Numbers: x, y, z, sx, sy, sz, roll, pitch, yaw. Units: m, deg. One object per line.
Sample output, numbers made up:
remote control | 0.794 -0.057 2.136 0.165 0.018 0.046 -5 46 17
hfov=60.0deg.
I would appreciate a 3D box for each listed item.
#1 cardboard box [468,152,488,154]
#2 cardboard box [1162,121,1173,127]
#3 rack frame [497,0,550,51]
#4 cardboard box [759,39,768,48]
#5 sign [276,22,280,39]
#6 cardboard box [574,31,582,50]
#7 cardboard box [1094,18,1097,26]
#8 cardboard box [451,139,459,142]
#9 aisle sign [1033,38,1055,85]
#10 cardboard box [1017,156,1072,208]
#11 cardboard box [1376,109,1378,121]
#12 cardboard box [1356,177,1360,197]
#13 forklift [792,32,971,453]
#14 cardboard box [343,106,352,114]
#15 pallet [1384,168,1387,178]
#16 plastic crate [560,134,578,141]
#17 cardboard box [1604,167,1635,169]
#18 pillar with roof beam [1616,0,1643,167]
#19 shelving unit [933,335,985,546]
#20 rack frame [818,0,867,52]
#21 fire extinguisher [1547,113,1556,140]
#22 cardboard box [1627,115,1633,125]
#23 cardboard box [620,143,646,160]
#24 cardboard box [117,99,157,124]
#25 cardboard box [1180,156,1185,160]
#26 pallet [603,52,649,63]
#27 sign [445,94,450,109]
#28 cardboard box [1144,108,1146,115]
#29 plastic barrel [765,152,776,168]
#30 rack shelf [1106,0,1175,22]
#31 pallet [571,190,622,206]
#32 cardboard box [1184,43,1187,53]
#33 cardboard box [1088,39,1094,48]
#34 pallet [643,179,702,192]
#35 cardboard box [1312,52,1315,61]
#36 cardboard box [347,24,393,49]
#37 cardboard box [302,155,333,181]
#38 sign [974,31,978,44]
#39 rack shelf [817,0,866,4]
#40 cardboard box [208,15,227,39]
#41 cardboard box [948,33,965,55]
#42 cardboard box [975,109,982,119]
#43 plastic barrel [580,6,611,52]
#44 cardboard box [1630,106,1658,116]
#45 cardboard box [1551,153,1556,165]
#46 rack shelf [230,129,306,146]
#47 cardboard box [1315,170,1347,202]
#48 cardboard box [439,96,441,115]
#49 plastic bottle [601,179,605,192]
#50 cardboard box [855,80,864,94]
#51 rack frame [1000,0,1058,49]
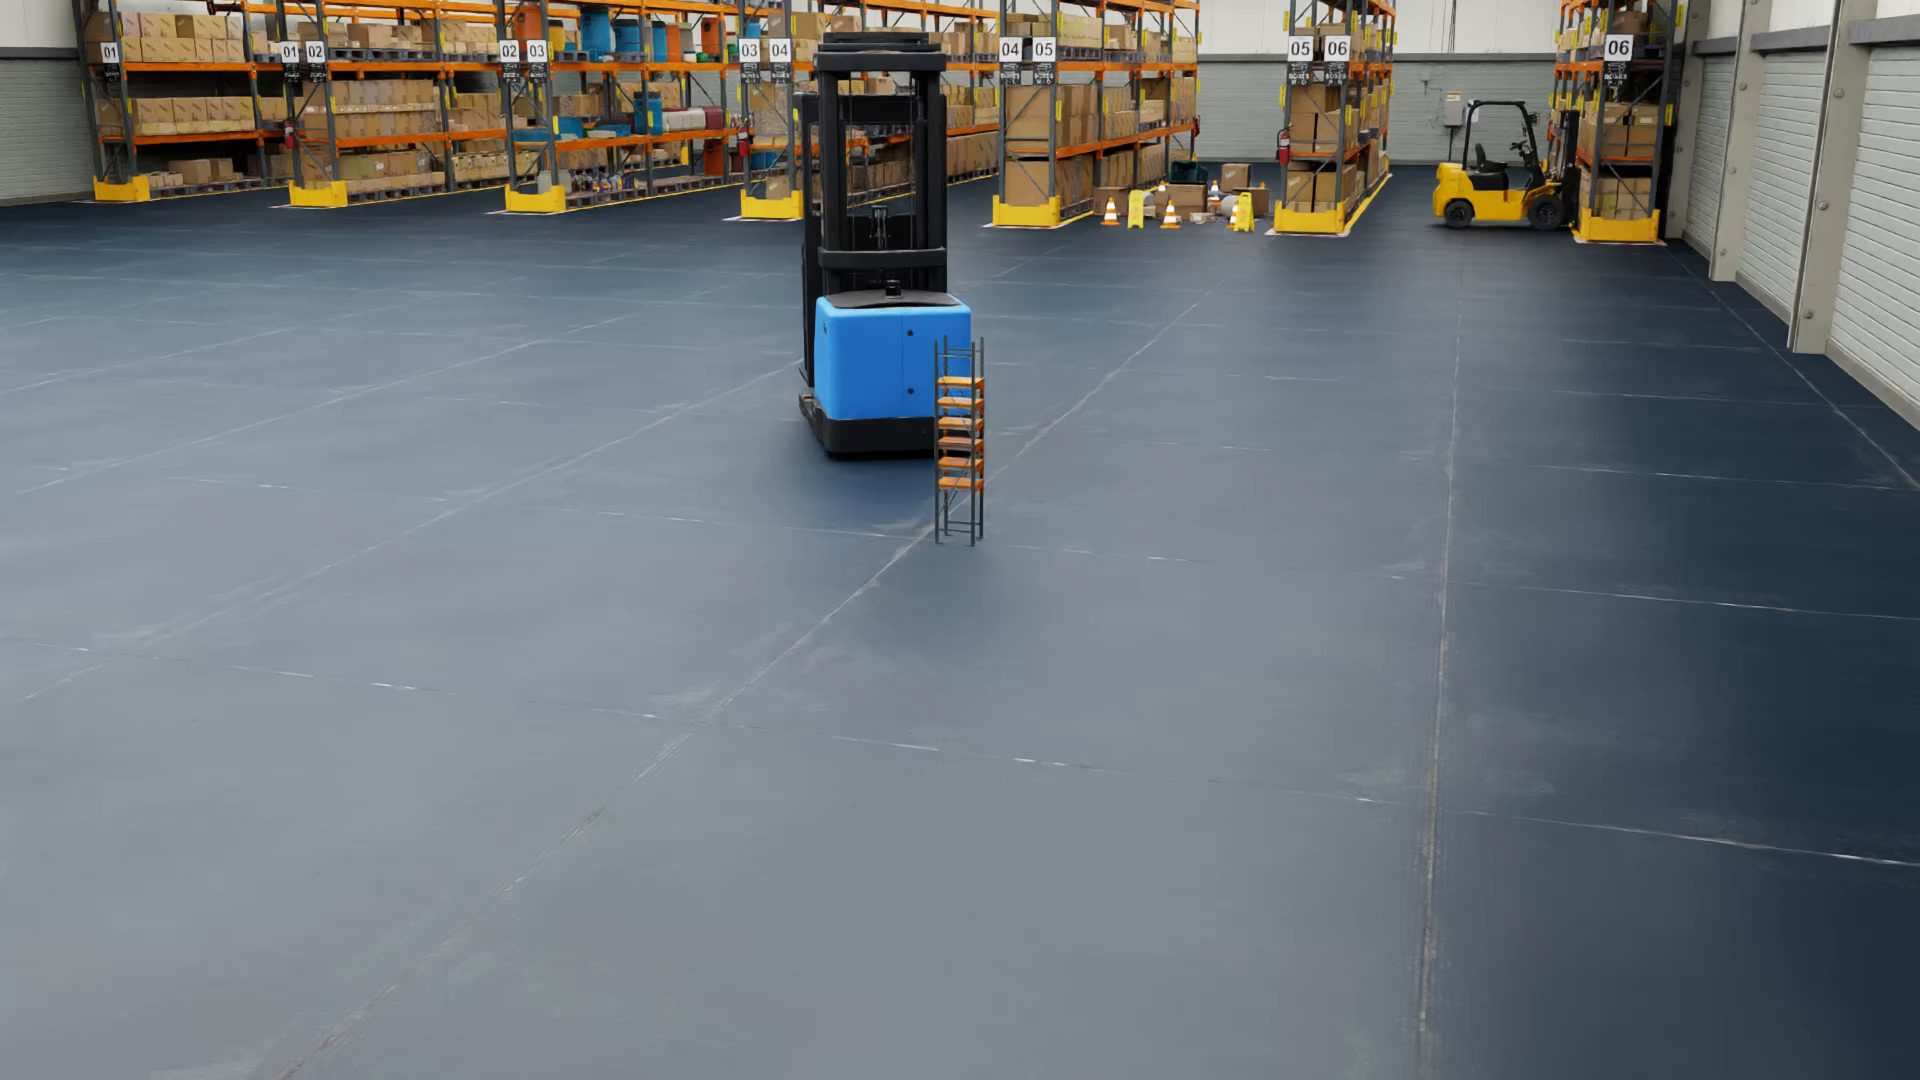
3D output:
cardboard box | -11.482 -9.121 39.732 0.500 0.311 0.500 4 16 14
cardboard box | 4.992 -10.152 40.584 0.380 0.149 0.250 5 17 18
rack frame | -8.288 -10.766 31.294 1.000 3.000 0.127 5 16 16
cardboard box | -3.760 -9.155 30.657 0.380 0.149 0.250 5 16 16
sign | -13.553 -10.141 33.112 0.100 0.325 0.005 5 16 16
cardboard box | -10.008 -12.843 42.978 0.600 0.600 0.600 4 16 15
cardboard box | 2.382 -9.835 31.555 0.380 0.149 0.250 5 16 16
cardboard box | -14.297 -11.264 46.668 0.380 0.149 0.250 5 16 16
aisle sign | 1.455 -8.293 28.807 0.394 0.787 0.004 5 16 16
cardboard box | 1.565 -6.677 30.998 0.875 0.875 0.875 4 16 15
cardboard box | 9.074 -9.498 37.178 0.500 0.250 0.500 5 17 17
cardboard box | 7.446 -7.037 33.189 0.950 0.372 0.625 6 17 19
forklift | -0.689 -2.383 12.859 1.130 2.935 3.031 -3 16 -11
cardboard box | -12.646 -8.780 33.916 0.380 0.149 0.250 4 16 14
pallet | 10.357 -9.356 42.429 1.003 0.211 1.213 5 16 16
plastic crate | -7.725 -7.962 32.886 0.298 0.136 0.250 5 16 16
cardboard box | 11.904 -6.606 30.060 0.500 0.250 0.500 5 17 17
pillar with roof beam | 11.067 -12.815 38.518 9.100 9.000 0.400 5 16 16
shelving unit | -0.004 -0.573 9.652 0.258 1.200 0.189 5 16 16
rack frame | -2.403 -11.428 33.630 1.000 3.000 0.127 5 16 16
fire extinguisher | 14.868 -10.387 41.777 0.296 0.674 0.183 5 16 16
cardboard box | 11.076 -6.841 27.081 0.380 0.149 0.250 5 16 16
cardboard box | -9.097 -10.907 46.554 0.797 0.503 0.637 5 16 16
cardboard box | -17.363 -9.048 35.095 0.500 0.500 0.500 5 16 16
cardboard box | 5.577 -9.811 42.833 0.380 0.149 0.250 5 17 17
pallet | -7.263 -10.082 34.727 1.213 0.211 1.003 5 16 16
sign | -11.367 -9.723 36.881 0.100 0.325 0.005 5 16 16
cardboard box | 4.010 -9.720 37.746 0.380 0.149 0.250 5 17 16
plastic barrel | -5.049 -10.071 42.913 0.600 0.901 0.708 5 16 16
rack shelf | 4.029 -12.048 37.867 1.077 0.370 4.000 5 16 16
pallet | -7.727 -7.092 34.446 1.003 0.211 1.213 5 16 16
cardboard box | 5.400 -12.343 41.710 0.500 0.250 0.500 4 16 13
cardboard box | 2.311 -9.383 31.423 0.380 0.149 0.250 5 16 16
pallet | -6.621 -8.113 38.047 1.003 0.211 1.213 5 16 16
cardboard box | 5.795 -8.164 28.080 0.380 0.149 0.250 5 17 16
cardboard box | -12.488 -10.652 35.176 0.797 0.503 0.637 7 17 22
cardboard box | -13.169 -7.668 34.262 0.500 0.500 0.500 5 16 16
sign | 0.394 -12.439 41.165 0.100 0.325 0.005 5 16 16
rack shelf | -2.971 -10.557 31.883 1.077 0.370 4.000 5 16 16
cardboard box | -16.679 -11.379 36.901 0.500 0.500 0.500 6 17 19
cardboard box | -0.285 -12.176 40.809 0.700 0.500 0.500 5 17 17
cardboard box | 0.255 -10.809 42.169 0.500 0.250 0.500 4 16 15
plastic barrel | -7.537 -10.560 34.379 0.600 0.901 0.708 5 16 16
cardboard box | 11.022 -6.918 26.804 0.380 0.149 0.250 4 16 15
cardboard box | 14.478 -9.025 39.961 0.500 0.500 0.500 5 17 17
rack shelf | -16.082 -9.872 40.454 1.077 0.370 4.000 5 16 16
cardboard box | 6.463 -6.163 28.955 0.500 0.500 0.500 4 16 14
cardboard box | -14.266 -11.848 45.338 0.500 0.500 0.500 4 16 15
plastic bottle | -7.377 -7.319 34.328 0.097 0.271 0.097 0 16 0
cardboard box | -2.267 -9.075 33.767 0.500 0.500 0.500 5 16 16
rack frame | 1.187 -9.971 28.491 1.000 3.000 0.127 5 16 16
